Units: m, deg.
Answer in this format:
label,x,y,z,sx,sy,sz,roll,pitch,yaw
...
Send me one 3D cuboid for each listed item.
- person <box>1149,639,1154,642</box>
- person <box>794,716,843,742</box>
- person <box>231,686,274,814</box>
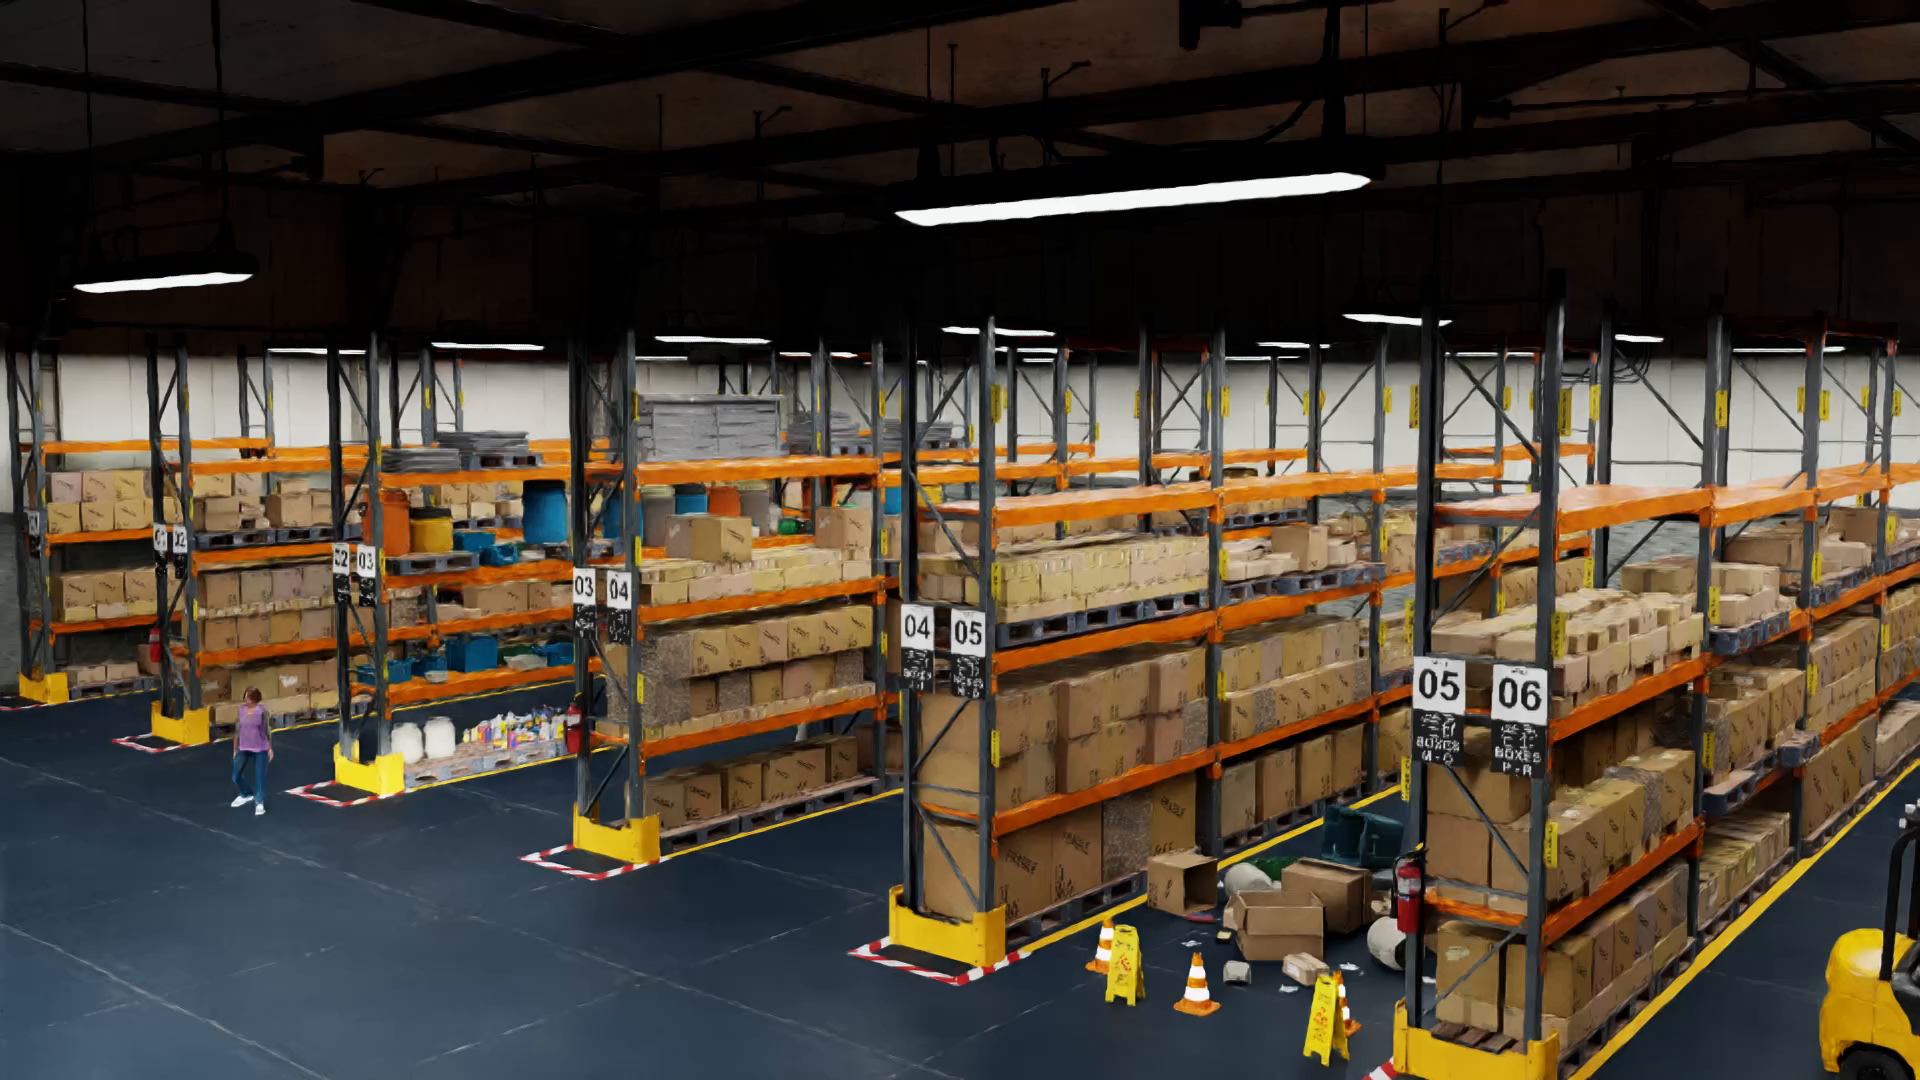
label,x,y,z,sx,sy,sz,roll,pitch,yaw
person,2.632,2.203,23.245,0.557,1.705,1.116,4,6,37
person,-2.064,2.198,24.005,0.453,1.612,1.019,4,7,38
person,-8.664,2.552,20.275,0.572,1.574,0.438,0,5,-3
